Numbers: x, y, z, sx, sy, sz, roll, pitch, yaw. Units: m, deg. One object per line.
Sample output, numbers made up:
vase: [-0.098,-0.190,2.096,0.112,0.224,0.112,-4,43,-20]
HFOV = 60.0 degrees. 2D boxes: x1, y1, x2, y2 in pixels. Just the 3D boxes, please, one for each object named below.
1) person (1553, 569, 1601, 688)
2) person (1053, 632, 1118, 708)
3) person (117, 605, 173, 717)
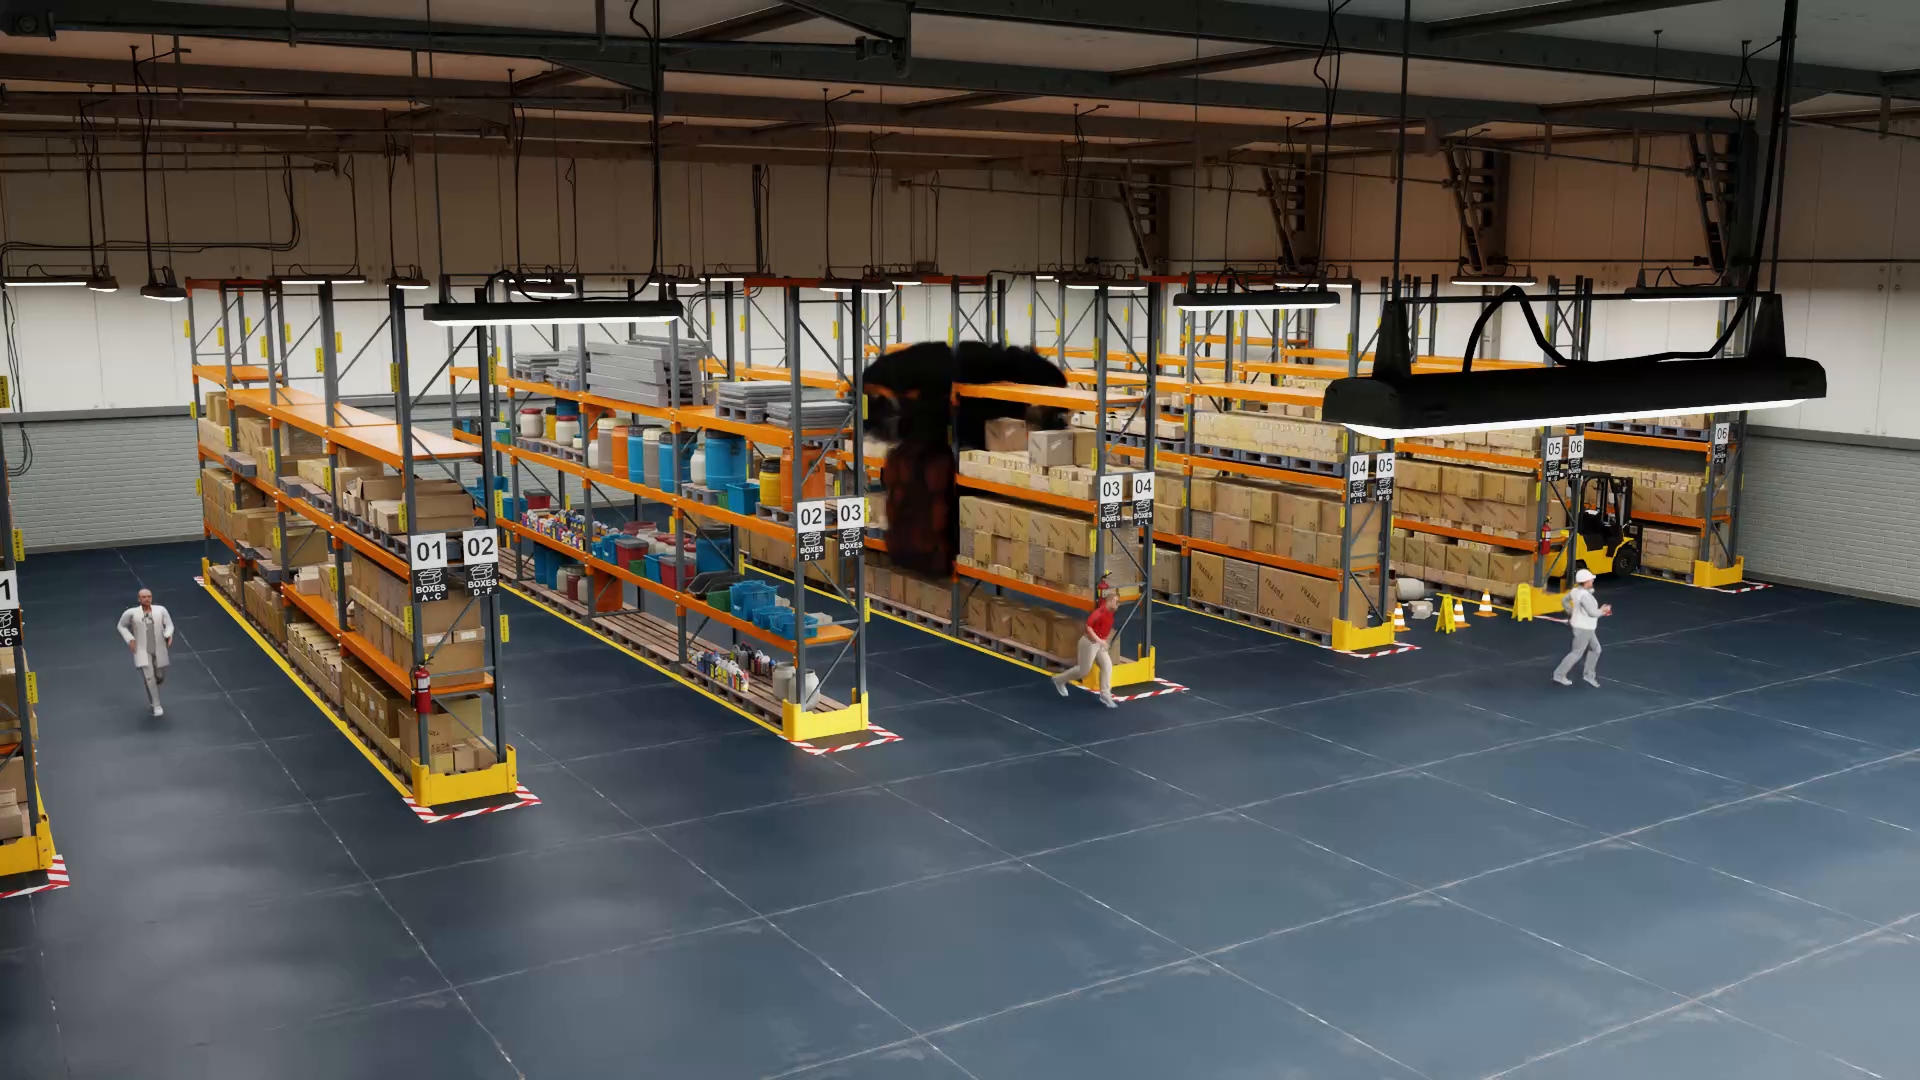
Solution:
person: [9.228,1.336,24.739,0.731,1.831,0.445,2,10,10]
person: [1.827,1.846,23.974,1.015,1.108,0.408,4,10,23]
person: [-11.491,1.664,23.547,0.700,1.559,0.880,-7,12,-36]
